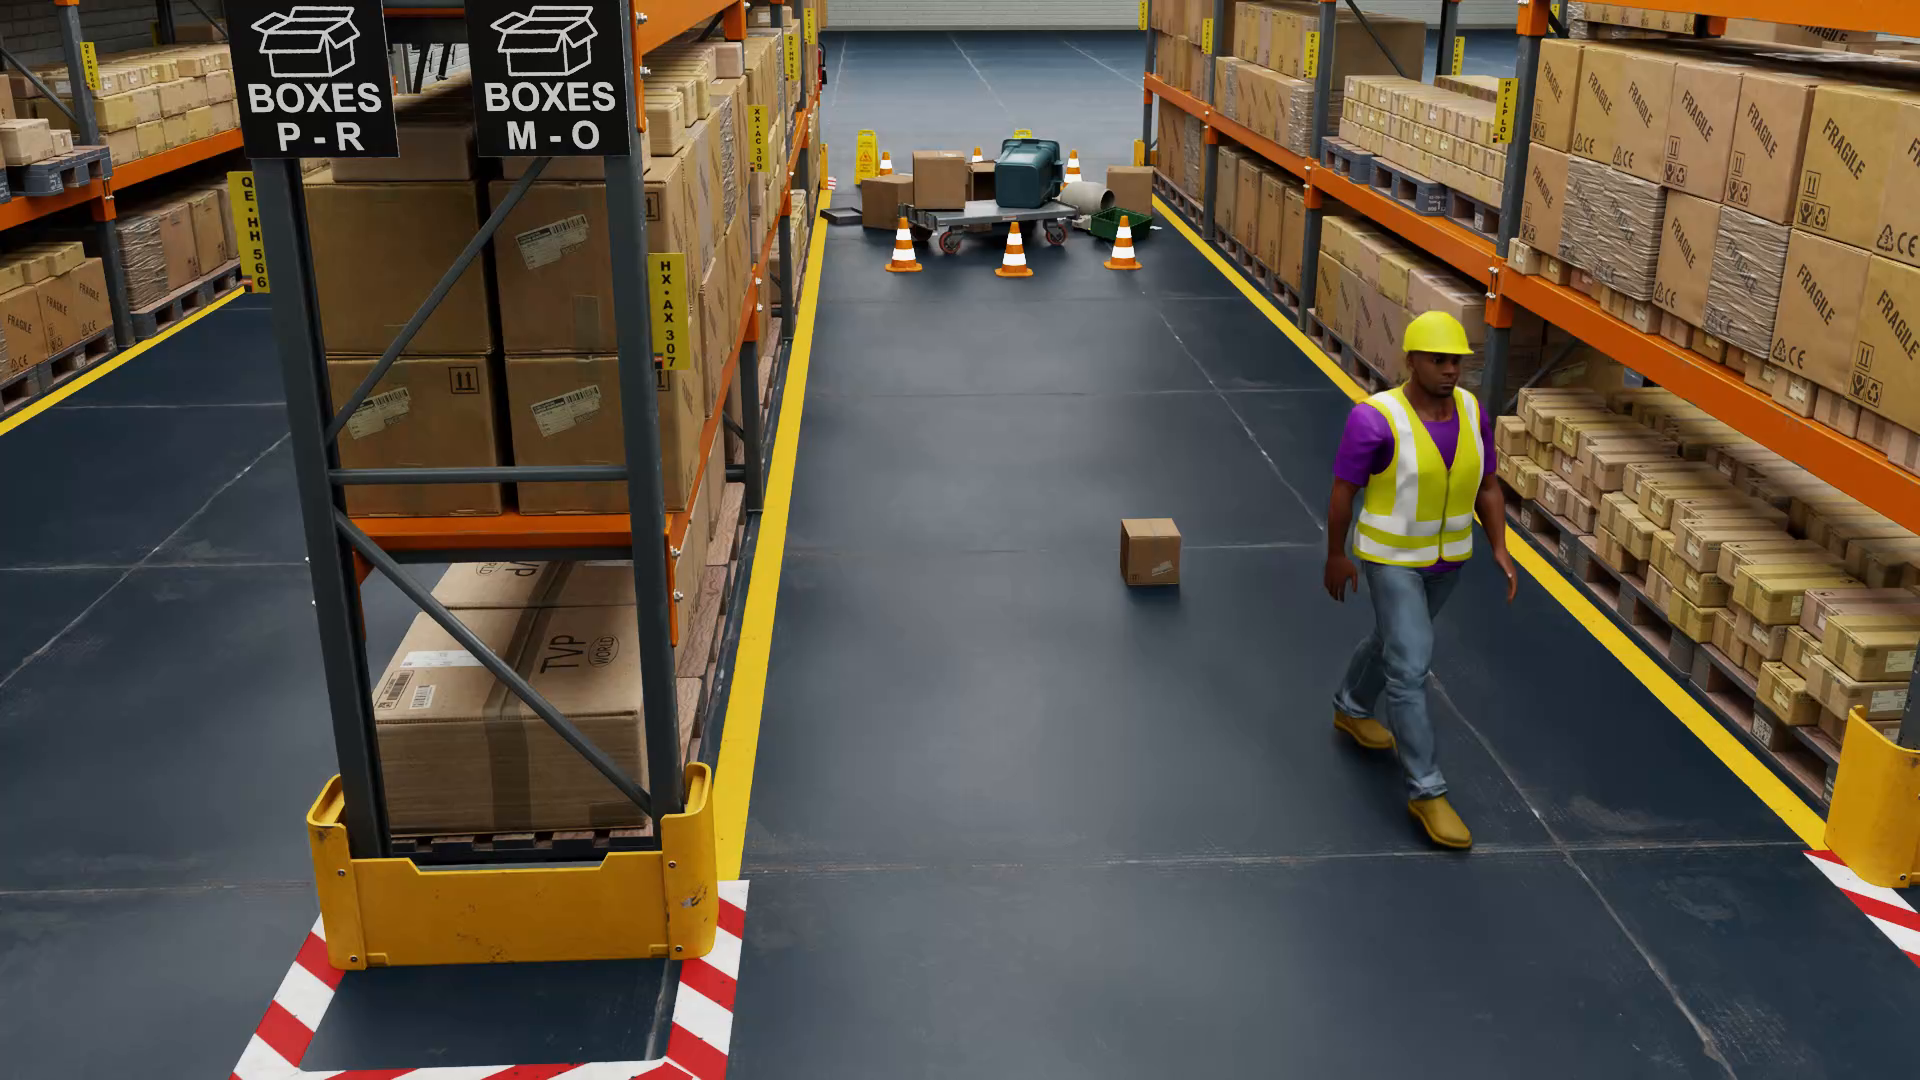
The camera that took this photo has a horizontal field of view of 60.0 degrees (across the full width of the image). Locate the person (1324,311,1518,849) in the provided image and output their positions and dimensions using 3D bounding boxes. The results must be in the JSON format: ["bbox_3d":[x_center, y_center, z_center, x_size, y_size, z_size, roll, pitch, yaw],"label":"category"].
[{"bbox_3d":[1.643,0.072,5.797,0.583,1.722,0.980,-8,22,-22],"label":"person"}]
